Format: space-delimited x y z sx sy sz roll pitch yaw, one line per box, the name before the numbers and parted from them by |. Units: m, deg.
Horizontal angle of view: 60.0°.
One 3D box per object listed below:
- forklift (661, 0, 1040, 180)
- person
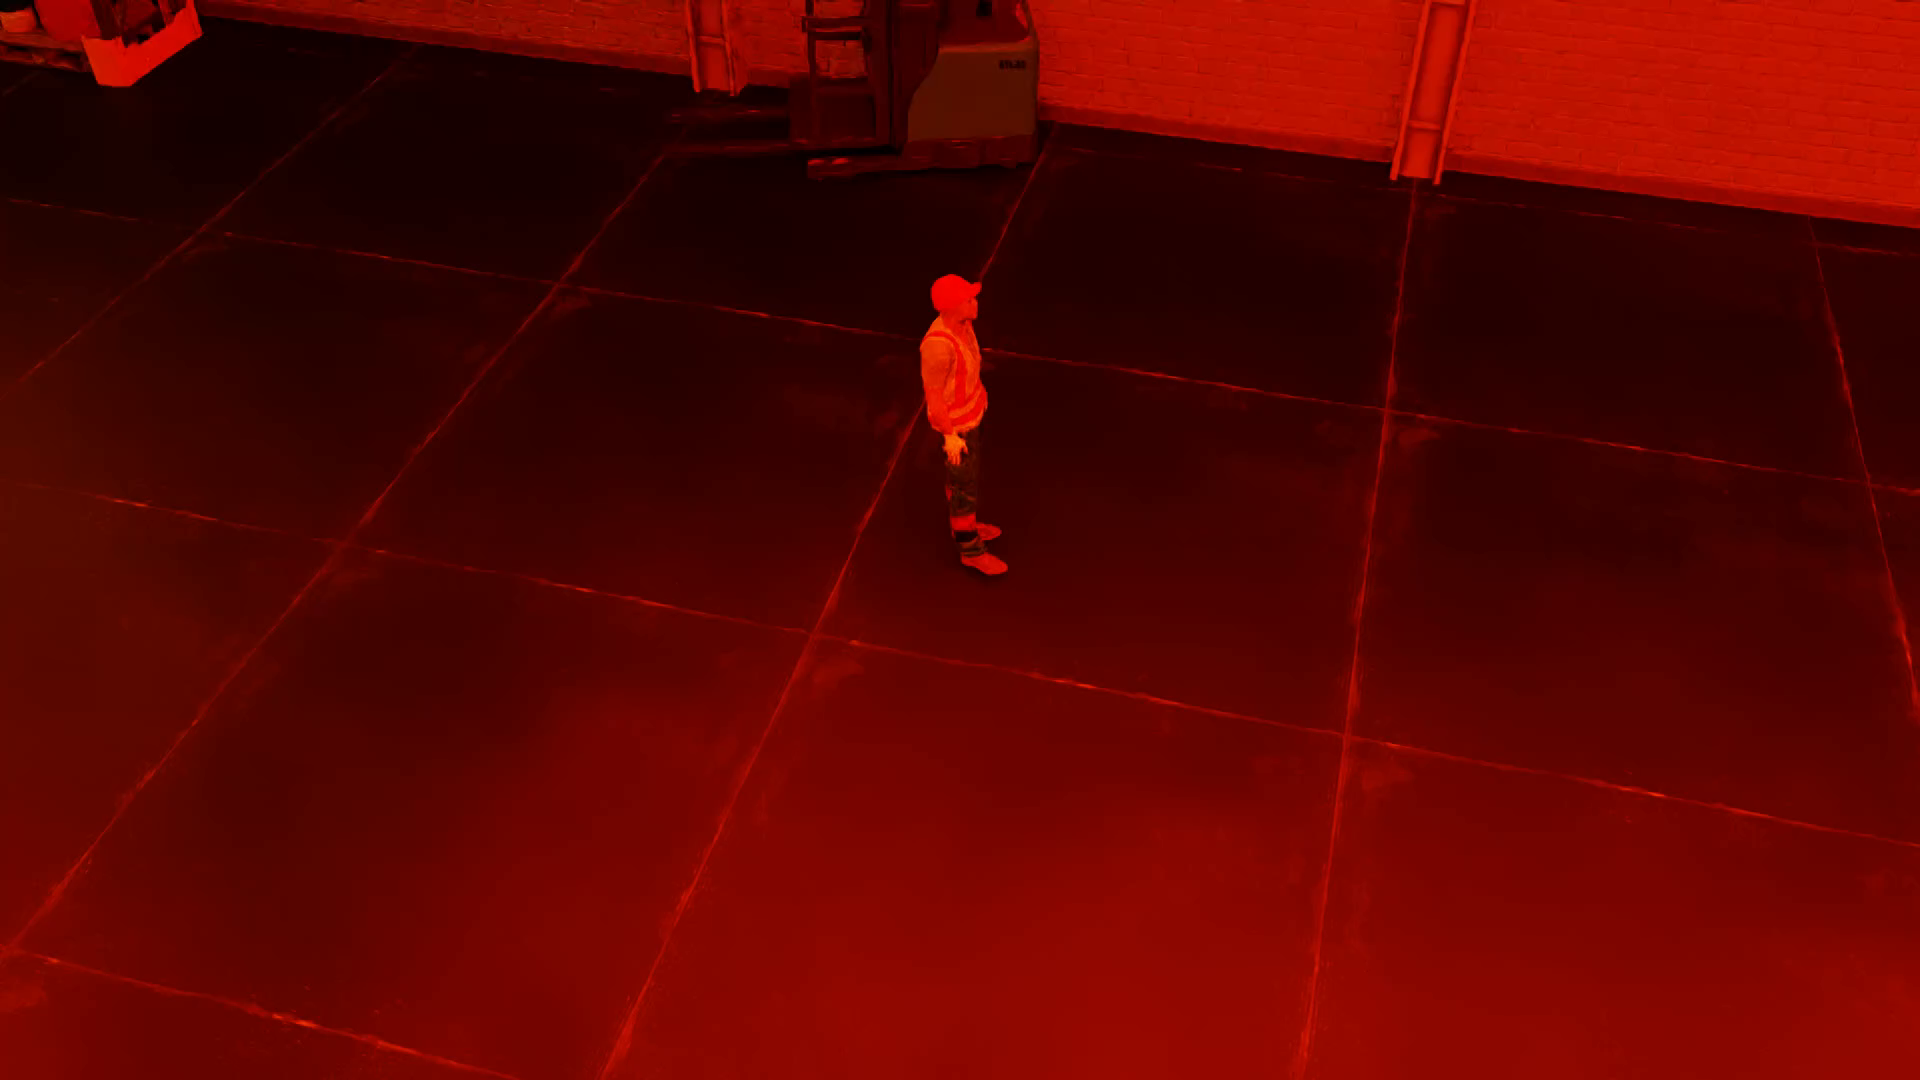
forklift | -0.914 -4.363 12.839 3.031 2.935 1.130 -3 41 -4
person | 0.075 -0.687 9.441 0.563 1.787 0.637 10 42 11
